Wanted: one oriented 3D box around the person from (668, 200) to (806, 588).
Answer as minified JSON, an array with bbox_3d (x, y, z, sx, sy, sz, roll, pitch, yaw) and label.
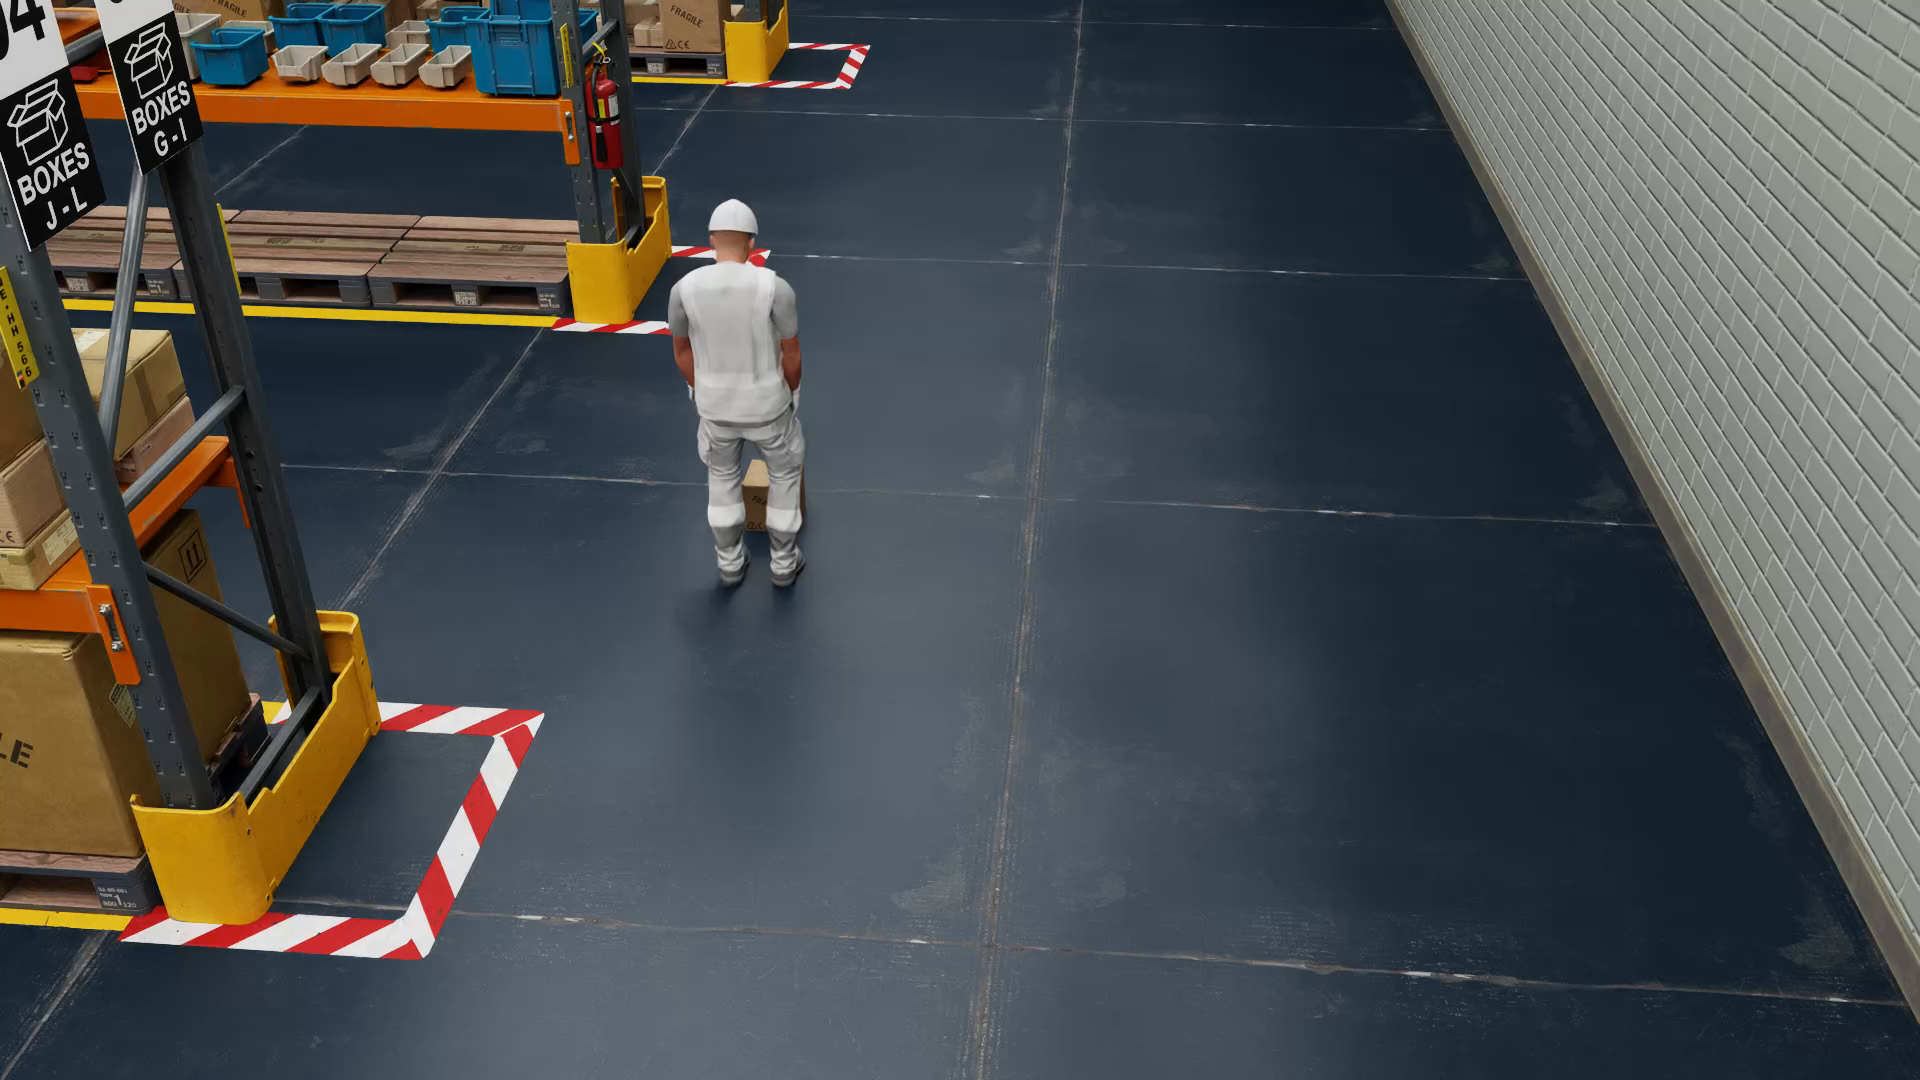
[{"bbox_3d":[-0.939,-0.602,7.152,0.547,1.724,0.477,3,32,5],"label":"person"}]
